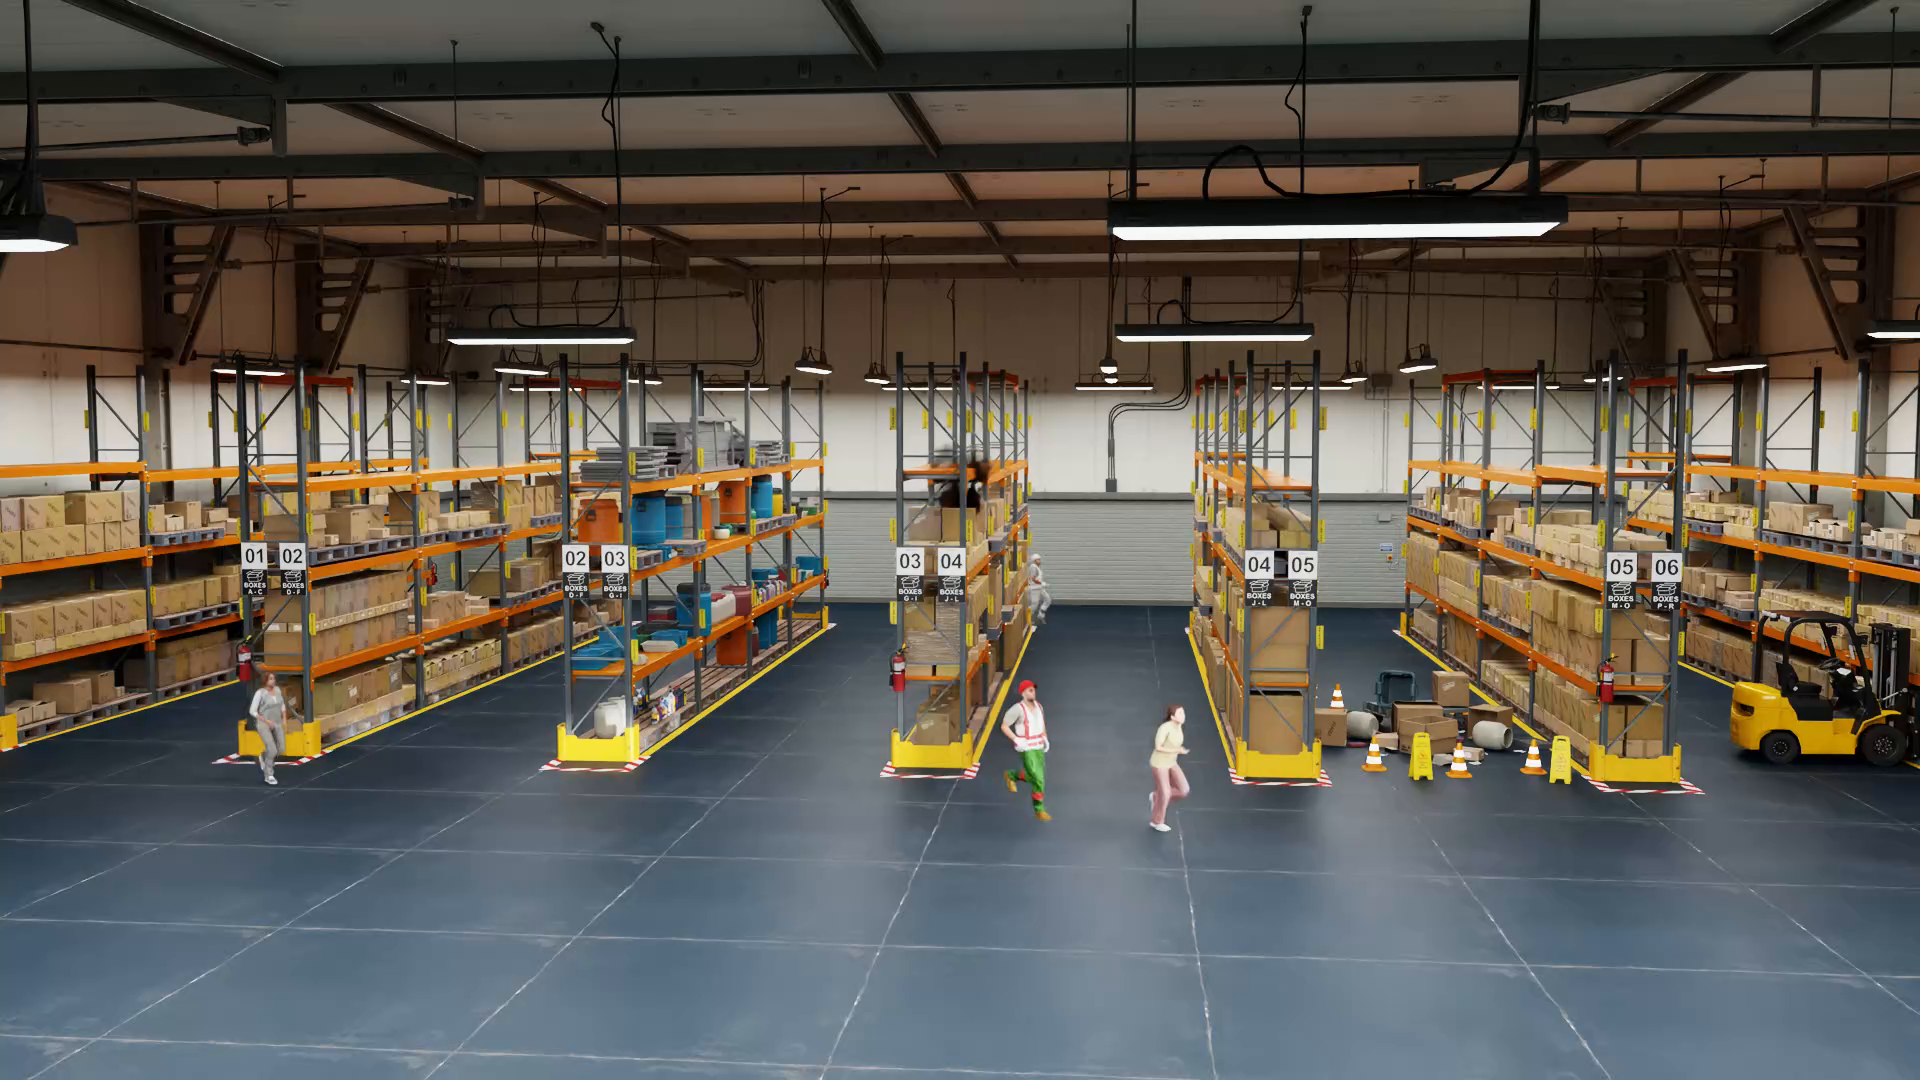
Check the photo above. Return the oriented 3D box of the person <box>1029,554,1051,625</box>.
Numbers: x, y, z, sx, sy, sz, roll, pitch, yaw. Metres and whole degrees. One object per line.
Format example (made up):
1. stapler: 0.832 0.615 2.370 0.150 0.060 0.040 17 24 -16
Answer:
1. person: 1.893 1.223 40.825 0.658 1.780 0.664 1 4 13

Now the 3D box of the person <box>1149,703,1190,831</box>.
1. person: 2.552 2.772 20.255 0.562 1.604 0.646 -4 6 -44

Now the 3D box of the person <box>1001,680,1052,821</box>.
1. person: 0.846 2.649 21.149 0.880 1.738 0.657 4 6 43

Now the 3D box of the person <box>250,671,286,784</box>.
1. person: -9.595 2.593 23.088 0.574 1.563 0.580 2 5 31
